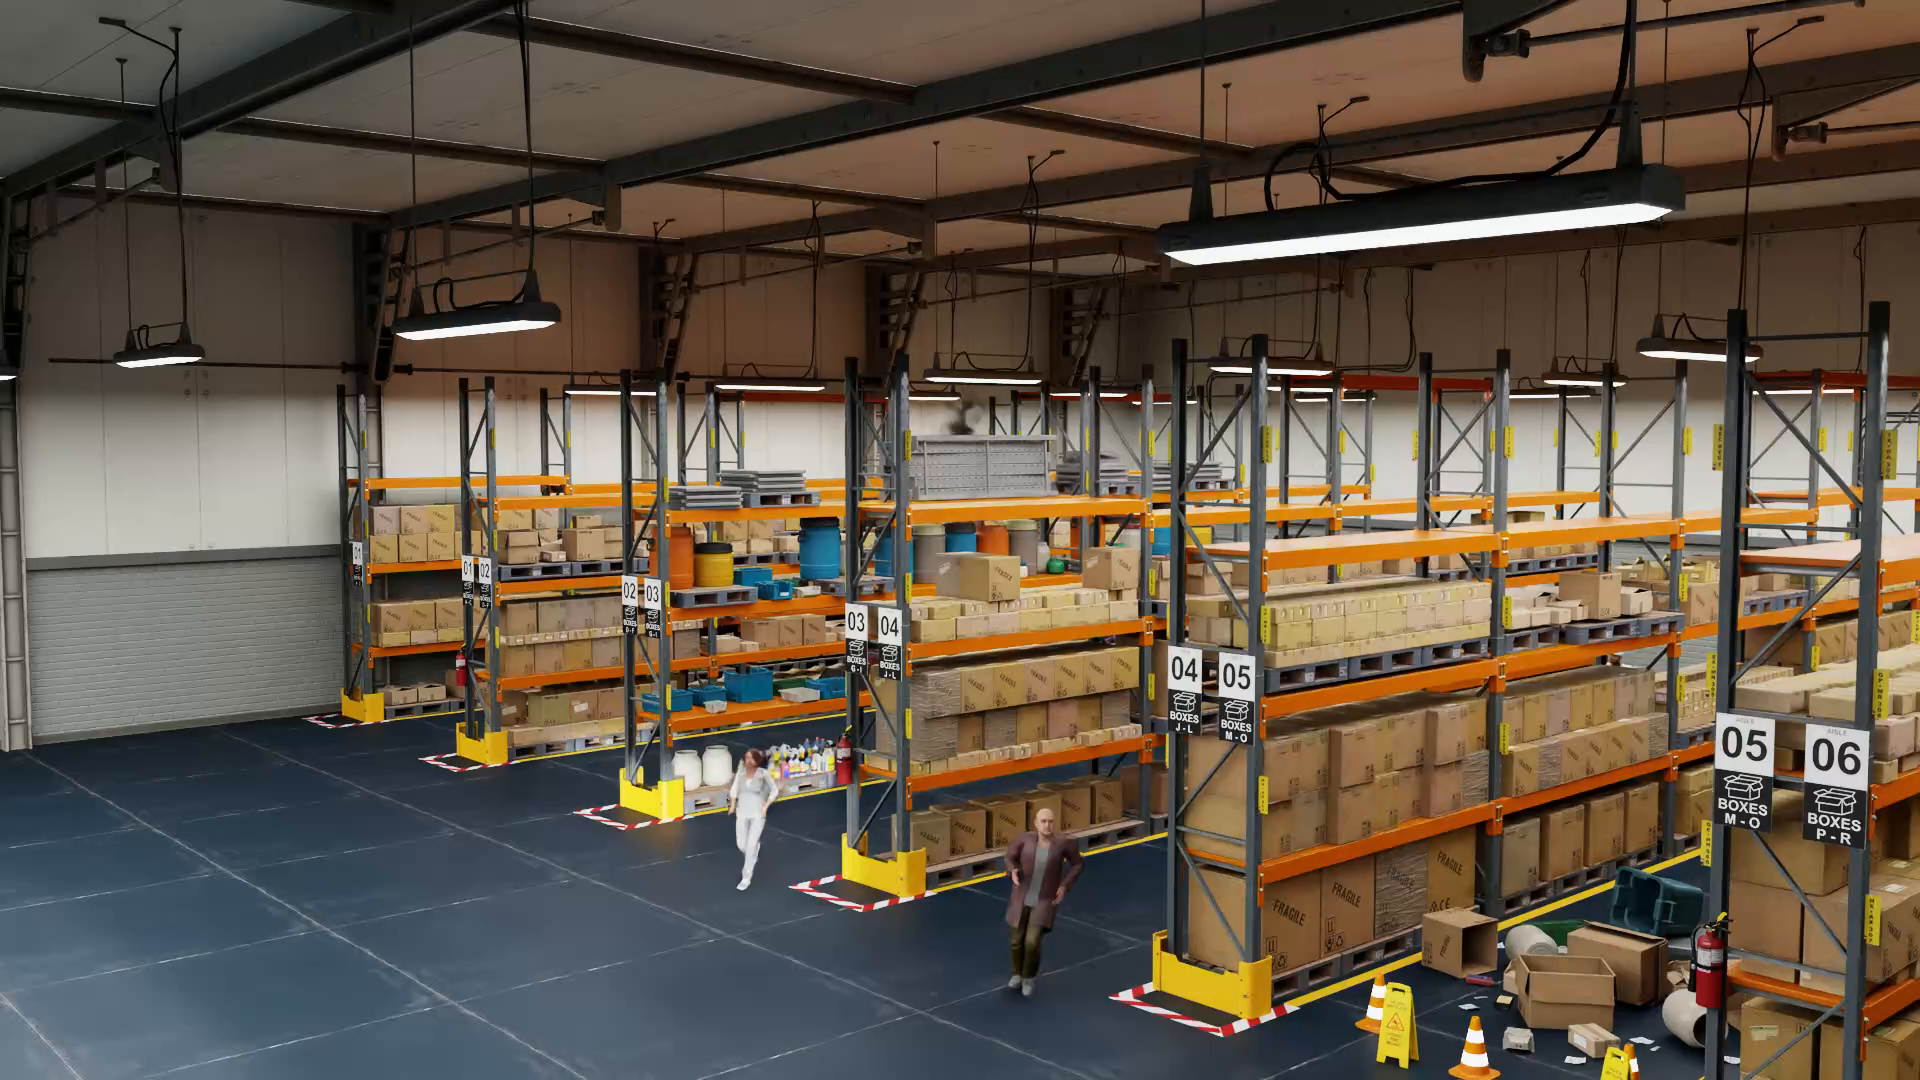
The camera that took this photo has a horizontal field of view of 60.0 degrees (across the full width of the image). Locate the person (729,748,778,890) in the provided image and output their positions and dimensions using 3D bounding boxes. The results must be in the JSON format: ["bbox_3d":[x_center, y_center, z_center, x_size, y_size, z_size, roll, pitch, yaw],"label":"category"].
[{"bbox_3d":[-2.361,3.149,18.988,0.552,1.573,0.693,1,4,11],"label":"person"}]

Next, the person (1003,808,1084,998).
[{"bbox_3d":[0.721,3.314,15.159,0.714,1.748,0.693,1,4,18],"label":"person"}]

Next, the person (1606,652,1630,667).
[{"bbox_3d":[10.471,2.563,26.641,0.689,1.712,0.627,3,5,41],"label":"person"}]
